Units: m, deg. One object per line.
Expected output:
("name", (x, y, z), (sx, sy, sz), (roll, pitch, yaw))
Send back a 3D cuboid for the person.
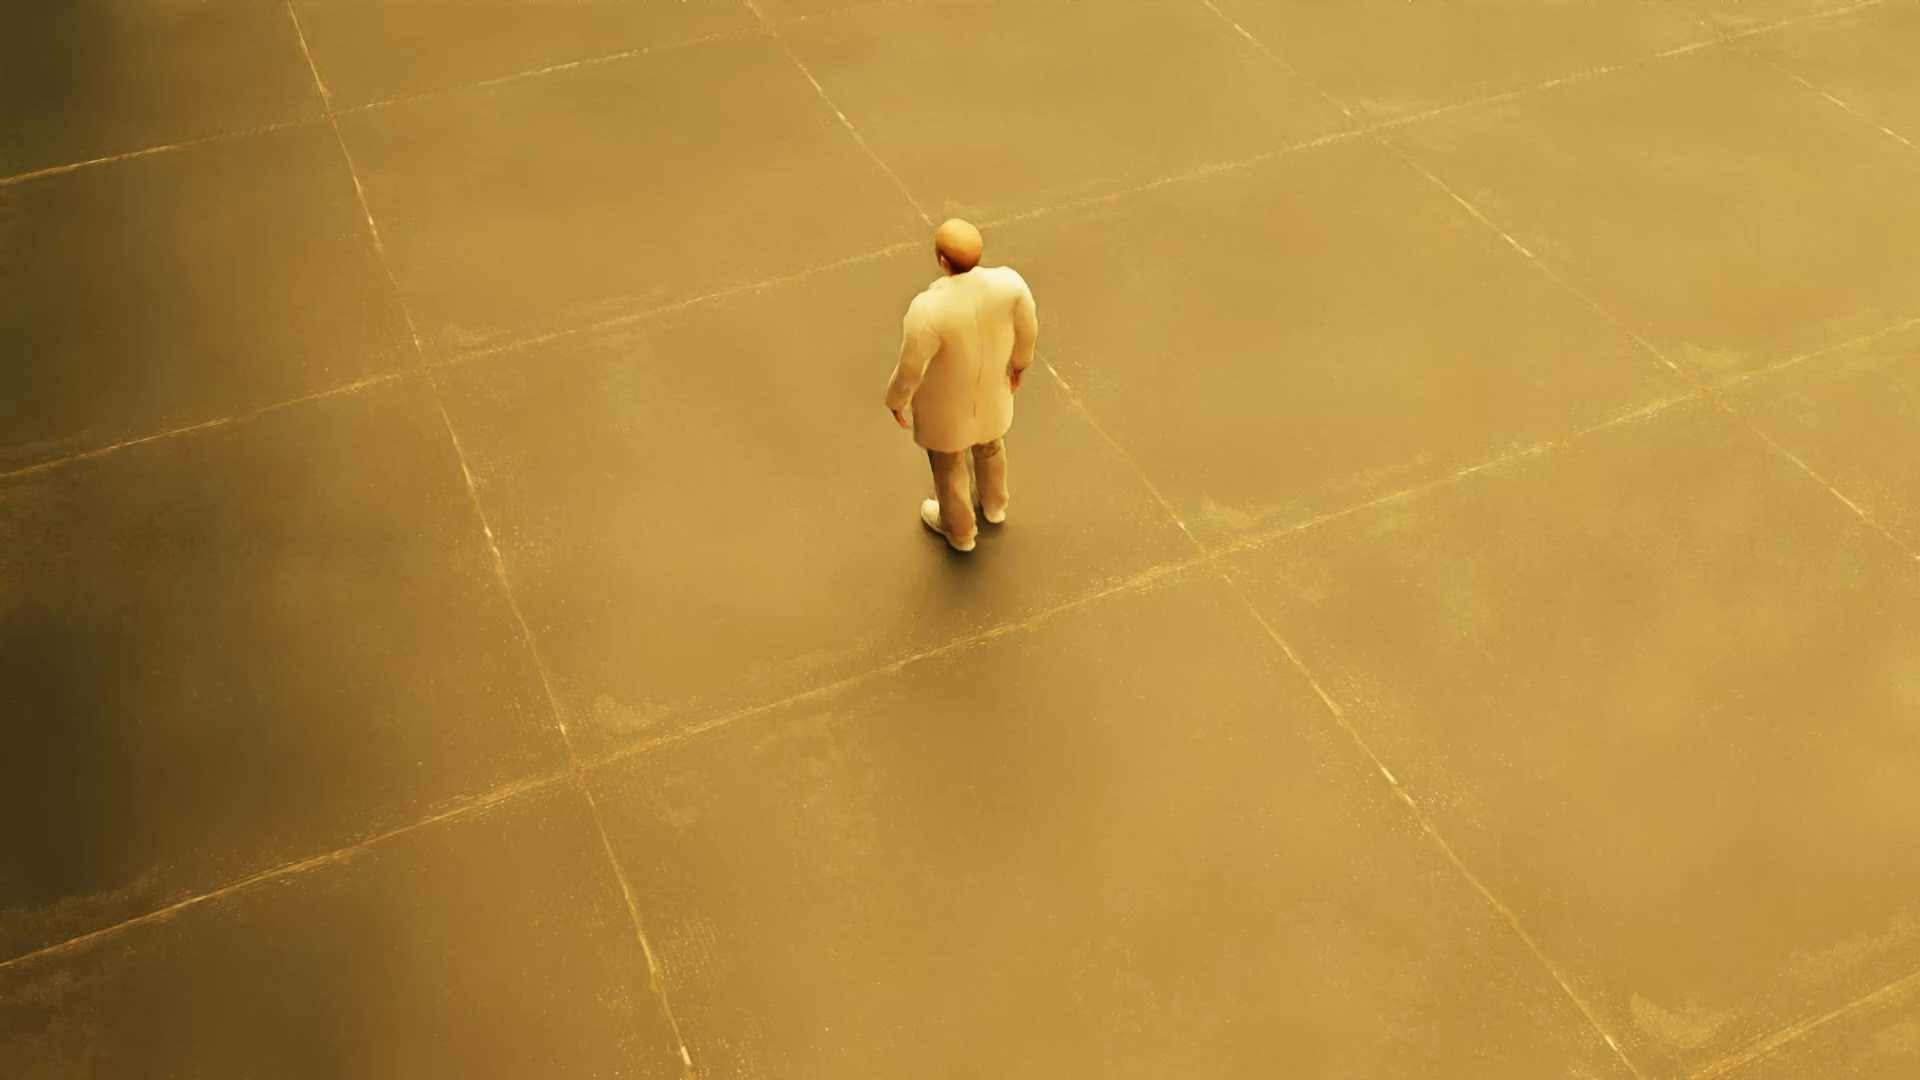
("person", (-0.034, -0.713, 7.279), (0.694, 1.776, 0.579), (-18, 46, -18))
